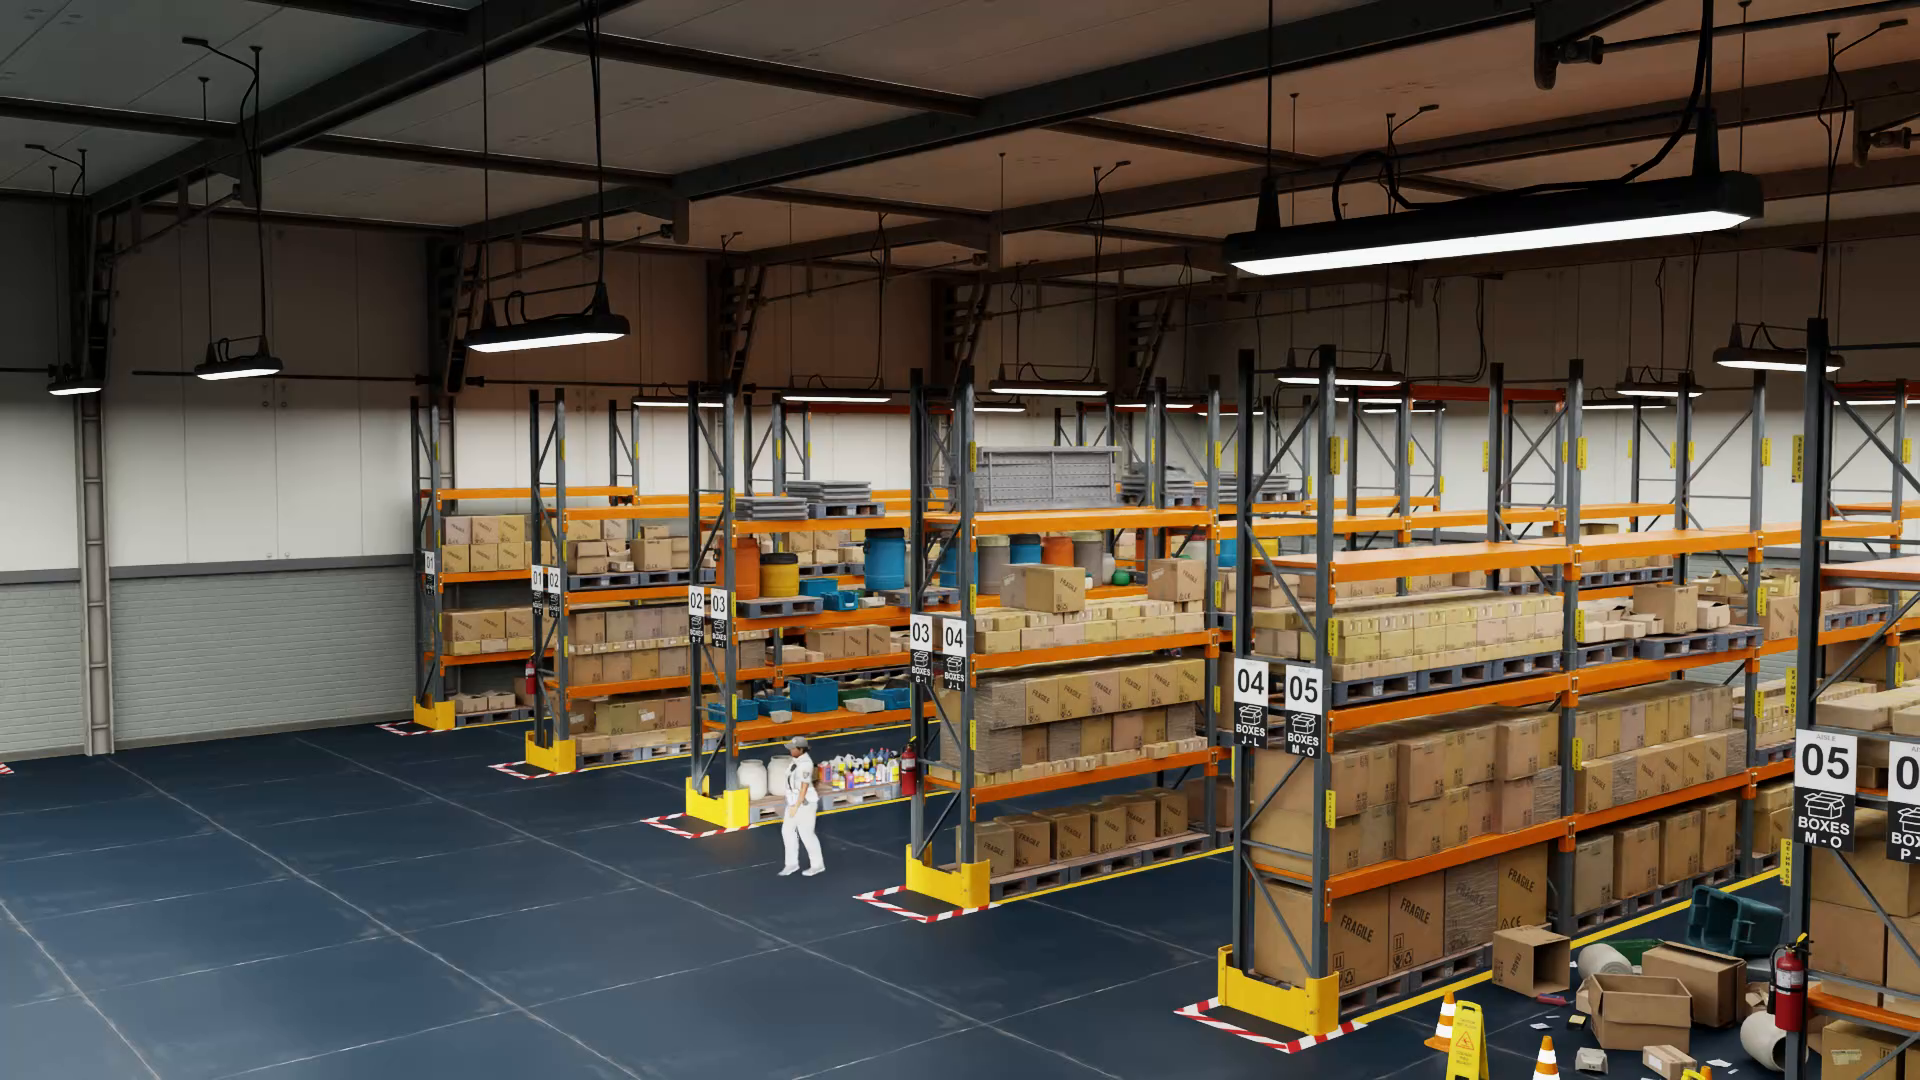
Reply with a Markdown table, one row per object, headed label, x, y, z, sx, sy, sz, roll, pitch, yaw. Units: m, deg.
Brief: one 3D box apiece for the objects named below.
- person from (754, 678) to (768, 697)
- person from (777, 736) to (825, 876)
| label | x | y | z | sx | sy | sz | roll | pitch | yaw |
| --- | --- | --- | --- | --- | --- | --- | --- | --- | --- |
| person | -4.014 | 2.449 | 32.392 | 0.469 | 1.583 | 0.449 | -2 | 4 | -28 |
| person | -1.897 | 3.188 | 19.828 | 0.557 | 1.721 | 0.527 | -1 | 4 | -19 |
